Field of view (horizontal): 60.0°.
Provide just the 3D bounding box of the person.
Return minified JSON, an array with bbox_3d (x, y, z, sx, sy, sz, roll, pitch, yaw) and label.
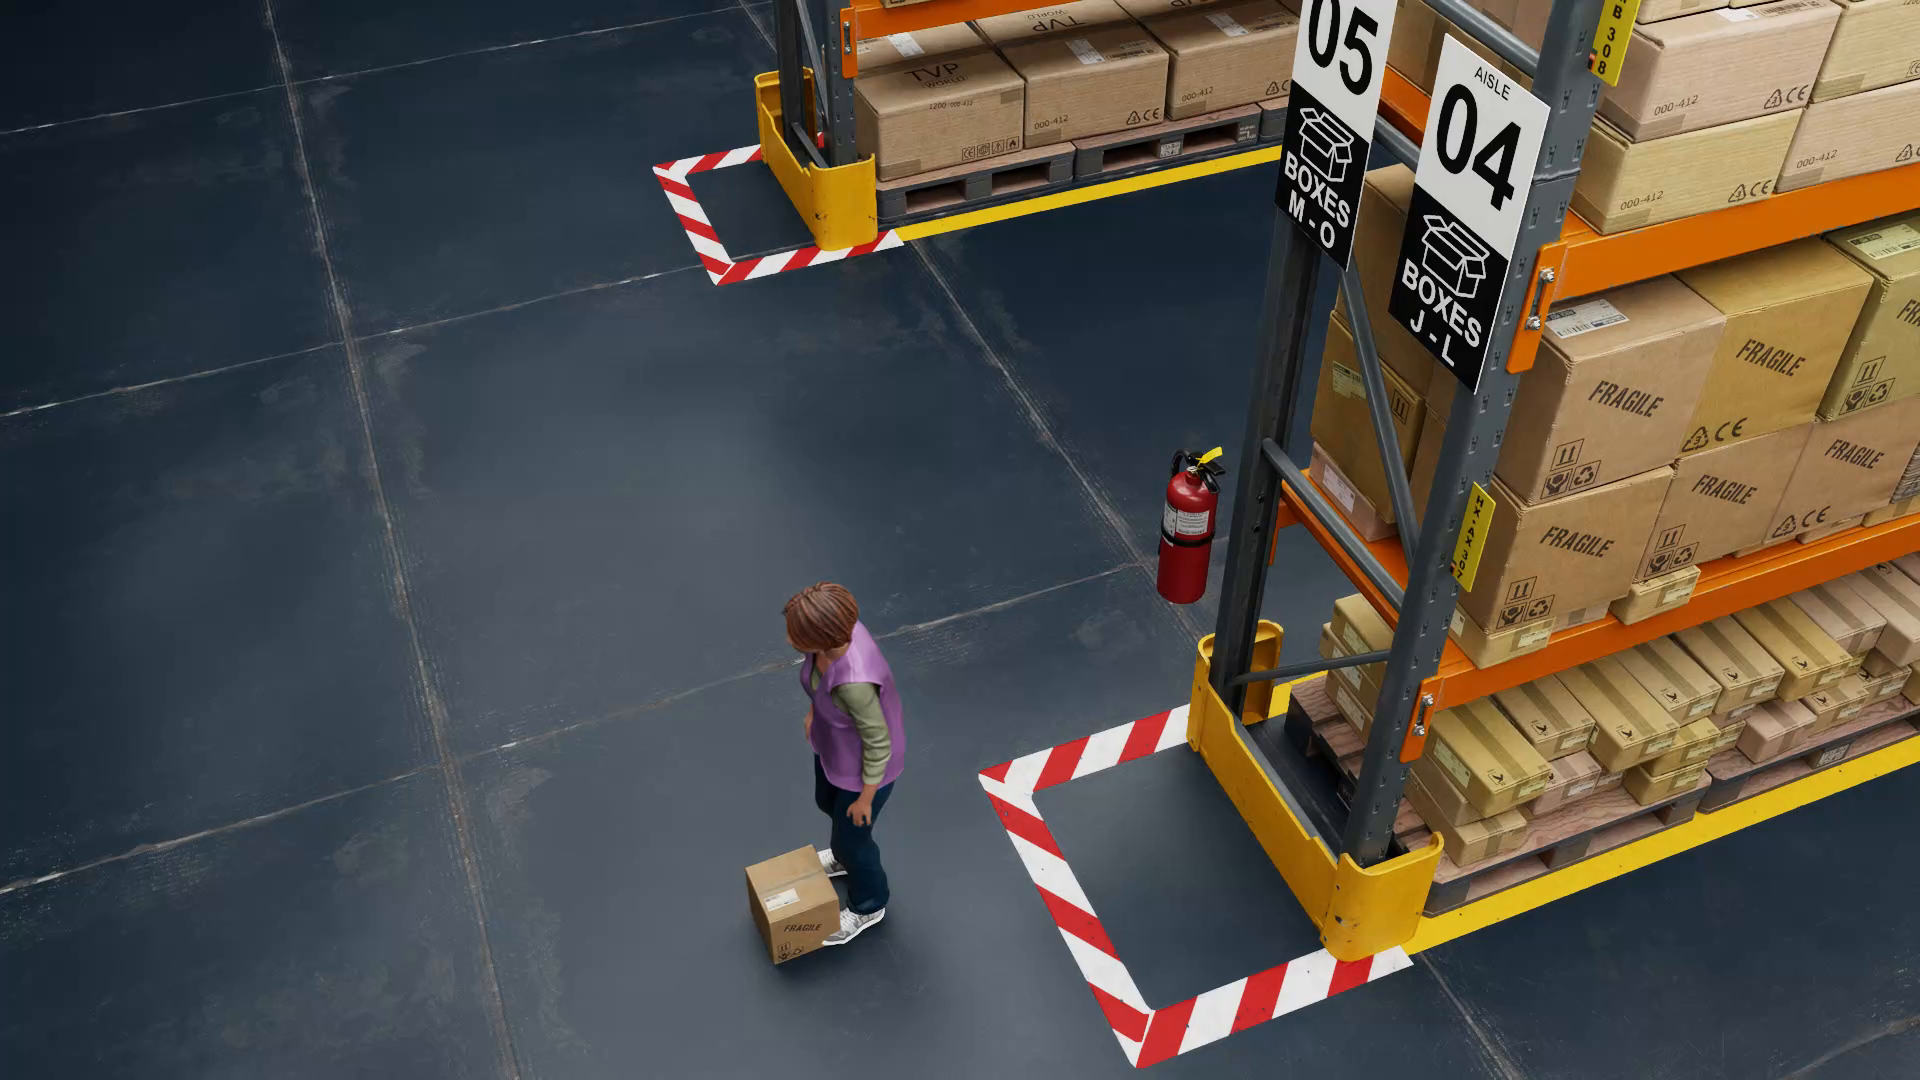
[{"bbox_3d":[-0.373,0.708,5.391,0.368,1.593,0.478,-17,45,-18],"label":"person"}]
